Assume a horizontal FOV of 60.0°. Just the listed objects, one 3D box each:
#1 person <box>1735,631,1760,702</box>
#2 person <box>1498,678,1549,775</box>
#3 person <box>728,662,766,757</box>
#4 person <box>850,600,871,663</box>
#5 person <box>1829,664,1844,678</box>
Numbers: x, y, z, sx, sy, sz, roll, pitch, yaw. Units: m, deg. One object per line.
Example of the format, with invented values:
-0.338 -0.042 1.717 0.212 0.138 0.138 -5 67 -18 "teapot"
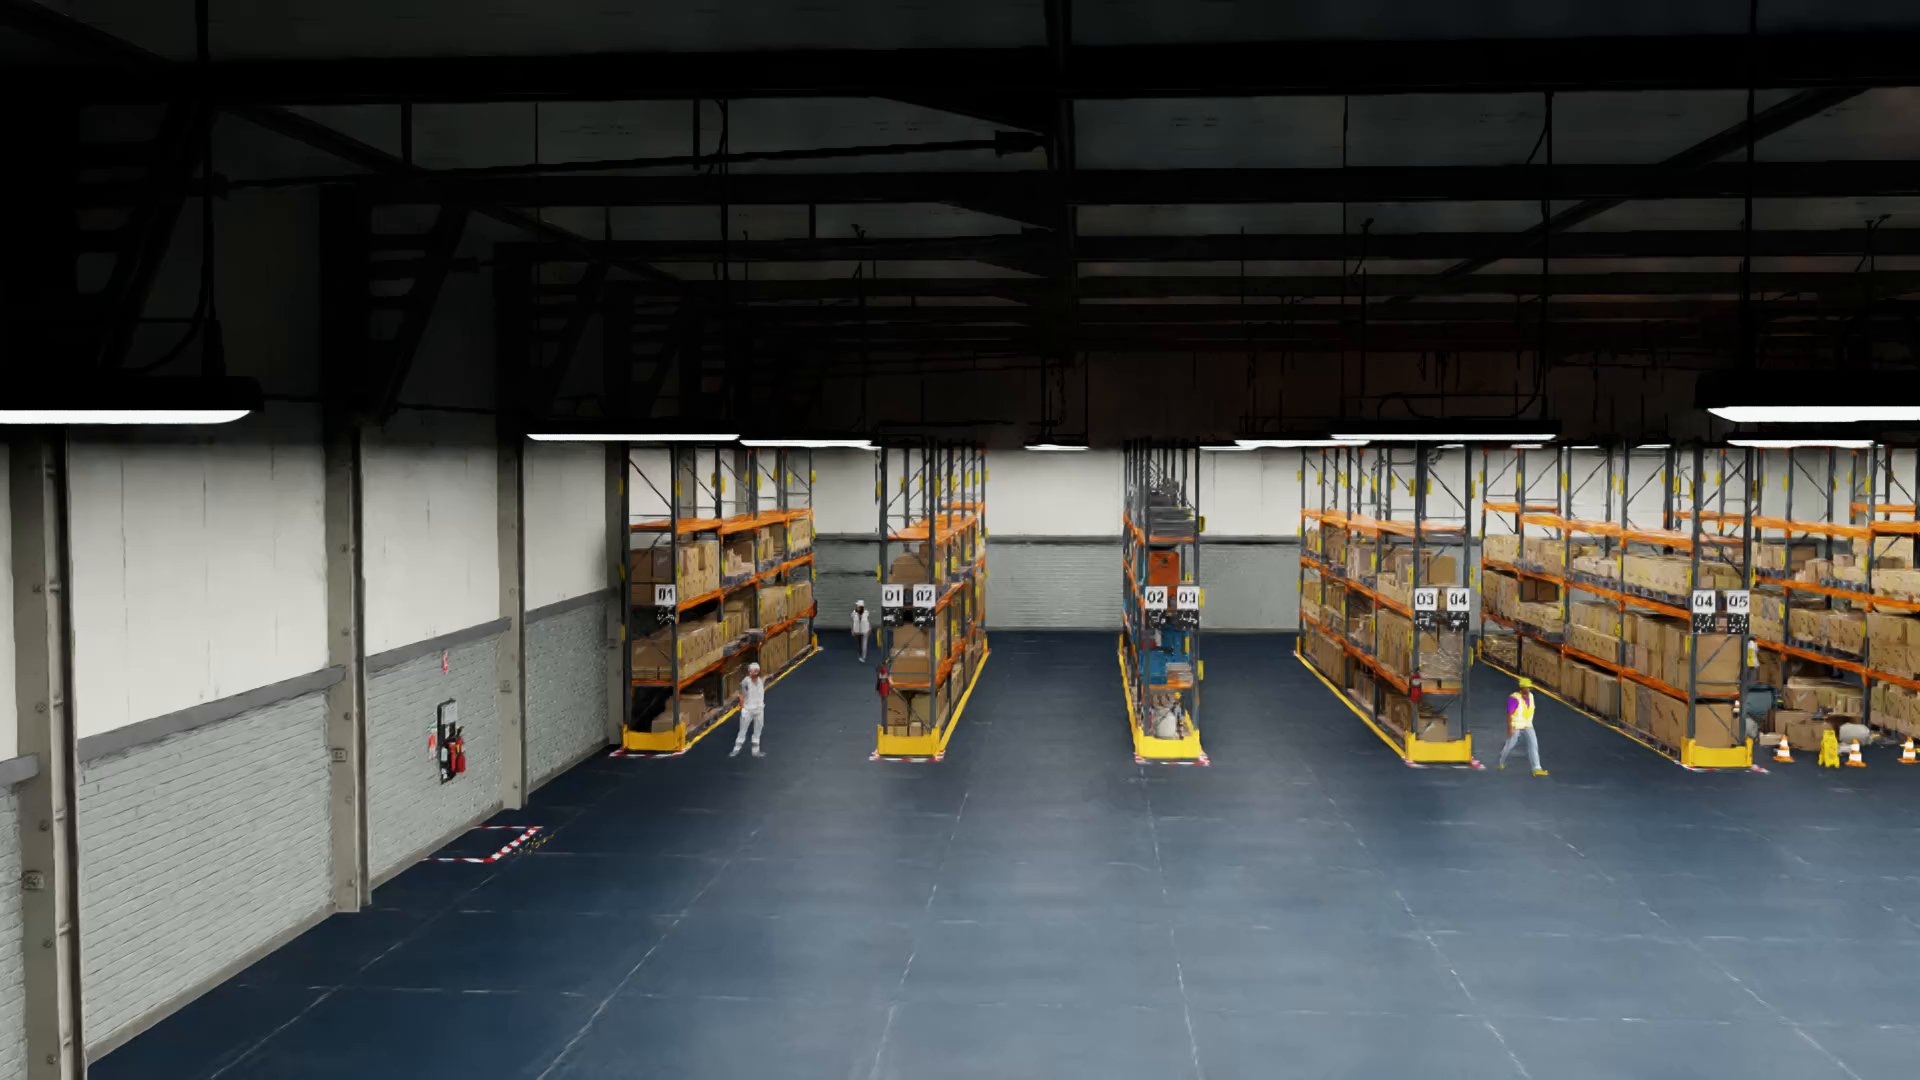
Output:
17.747 2.877 37.381 0.551 1.665 0.572 2 3 27 "person"
9.966 3.292 29.488 0.617 1.721 0.958 -1 3 -19 "person"
-3.971 3.169 31.089 0.706 1.785 0.417 -2 4 -38 "person"
-2.701 2.456 45.015 0.543 1.700 1.115 0 3 7 "person"
22.049 2.607 42.038 0.583 1.707 0.630 2 3 28 "person"
